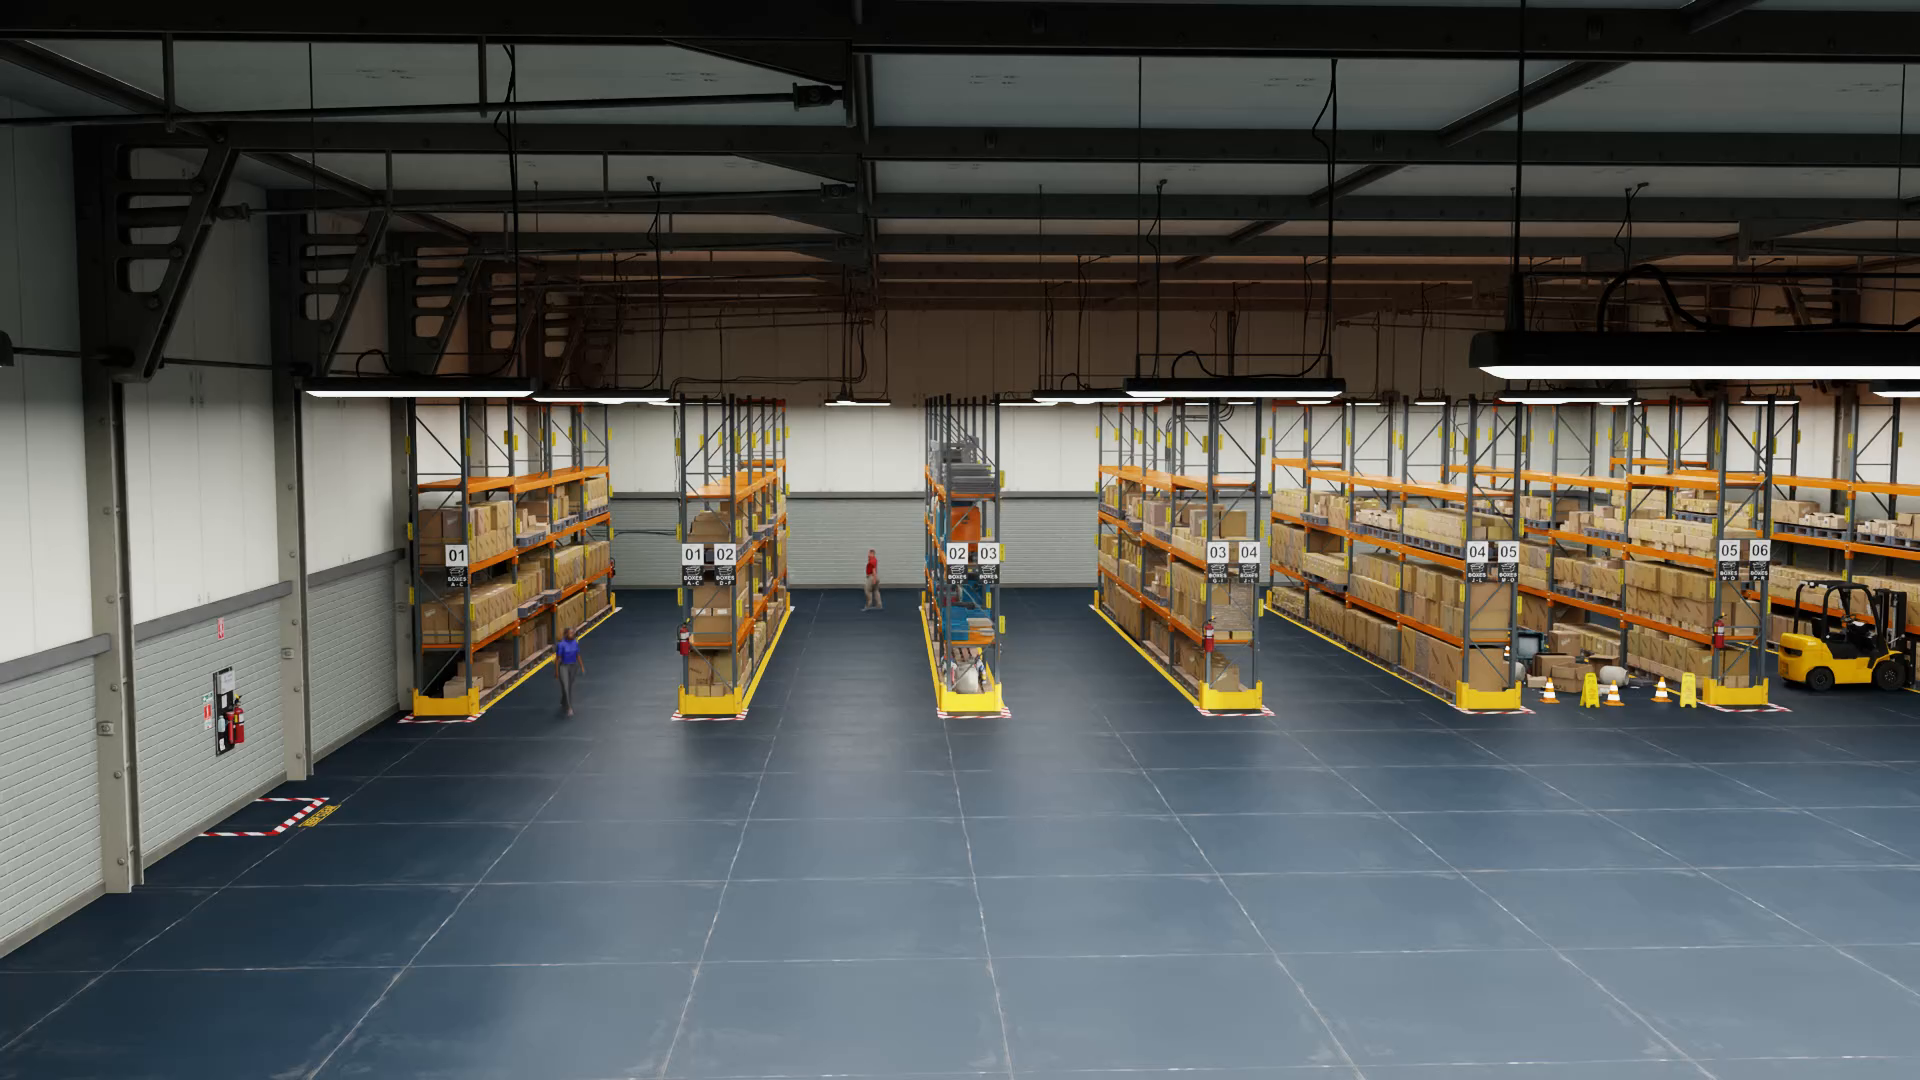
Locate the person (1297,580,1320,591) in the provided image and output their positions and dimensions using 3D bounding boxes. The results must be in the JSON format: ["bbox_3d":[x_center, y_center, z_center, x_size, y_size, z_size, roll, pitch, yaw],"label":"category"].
[{"bbox_3d":[10.459,0.882,50.318,0.989,1.734,0.545,-1,5,-9],"label":"person"}]

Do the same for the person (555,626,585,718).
[{"bbox_3d":[-7.350,2.449,31.250,0.528,1.630,0.921,-3,6,-36],"label":"person"}]

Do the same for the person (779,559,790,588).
[{"bbox_3d":[-5.267,1.008,49.496,0.418,1.606,0.430,-1,5,-8],"label":"person"}]

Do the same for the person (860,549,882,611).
[{"bbox_3d":[-2.515,1.144,47.286,0.633,1.761,0.582,1,5,8],"label":"person"}]
